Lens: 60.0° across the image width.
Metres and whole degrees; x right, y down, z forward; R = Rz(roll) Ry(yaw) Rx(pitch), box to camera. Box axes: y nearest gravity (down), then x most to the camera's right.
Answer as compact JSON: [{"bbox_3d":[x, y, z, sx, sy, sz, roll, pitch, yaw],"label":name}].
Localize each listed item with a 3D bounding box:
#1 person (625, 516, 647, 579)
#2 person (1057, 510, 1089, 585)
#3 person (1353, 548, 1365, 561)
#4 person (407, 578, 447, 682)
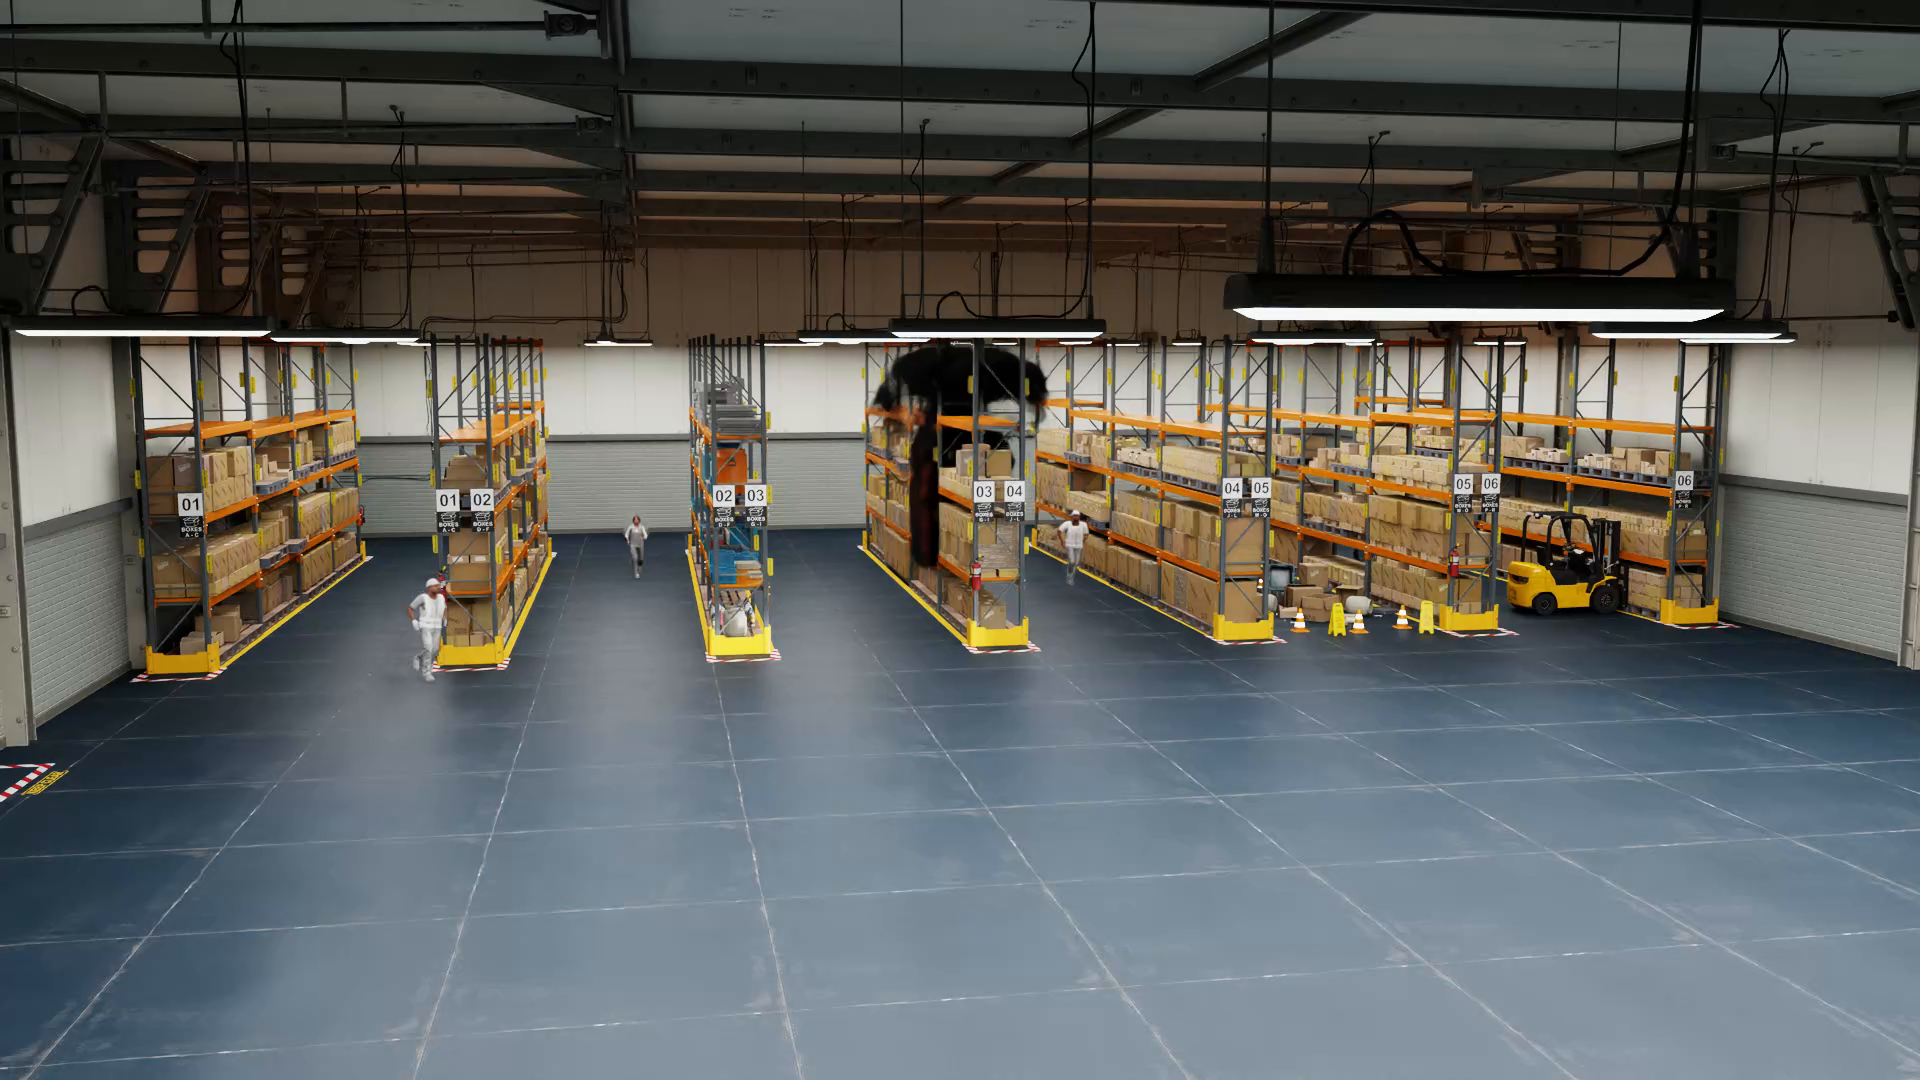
[{"bbox_3d":[-8.122,0.165,41.753,0.547,1.563,0.755,-2,7,-16],"label":"person"},{"bbox_3d":[2.645,0.182,38.367,0.696,1.756,0.640,-1,7,-12],"label":"person"},{"bbox_3d":[10.373,0.004,42.875,0.565,1.631,0.769,-2,7,-17],"label":"person"},{"bbox_3d":[-9.284,1.541,29.098,0.814,1.741,0.728,5,8,39],"label":"person"}]
